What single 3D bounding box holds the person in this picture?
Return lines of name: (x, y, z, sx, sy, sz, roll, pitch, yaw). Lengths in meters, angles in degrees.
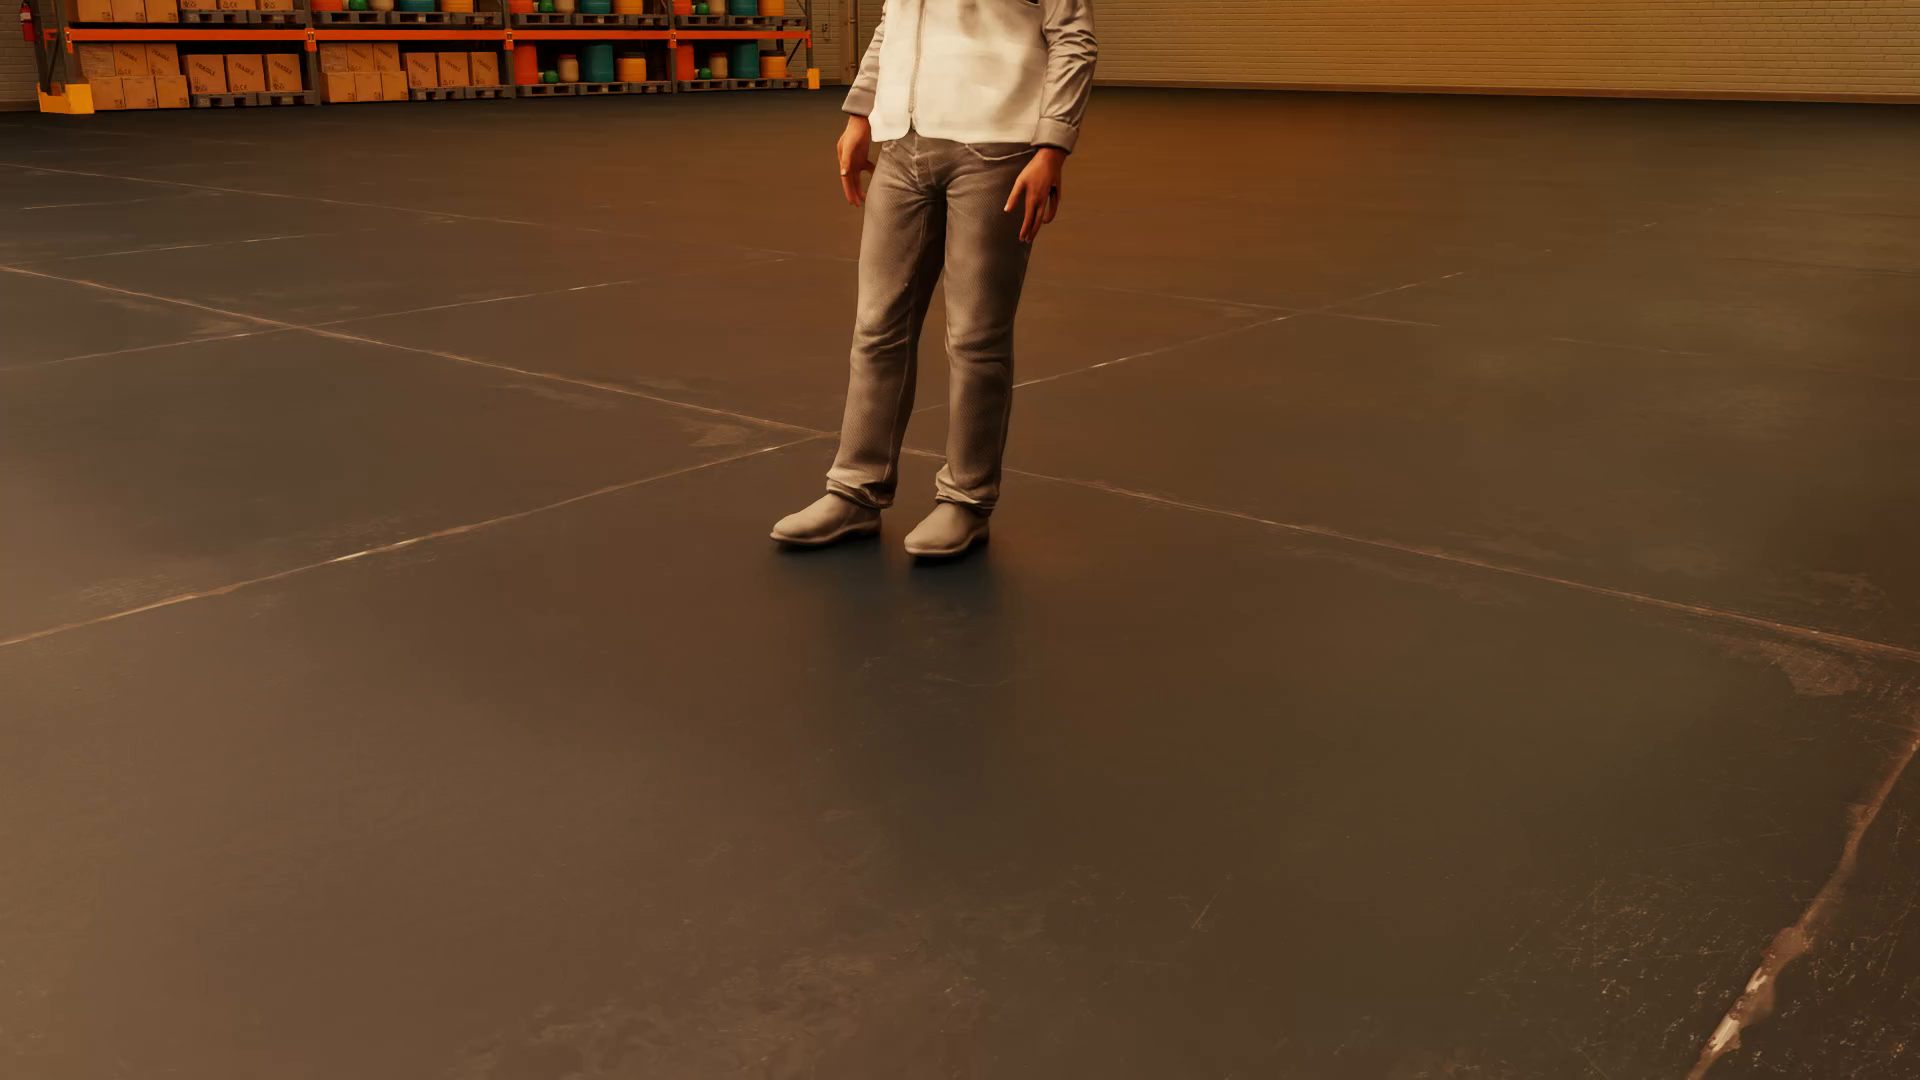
person: (-0.046, -0.844, 3.642, 0.632, 1.773, 0.568, 13, 21, 37)
